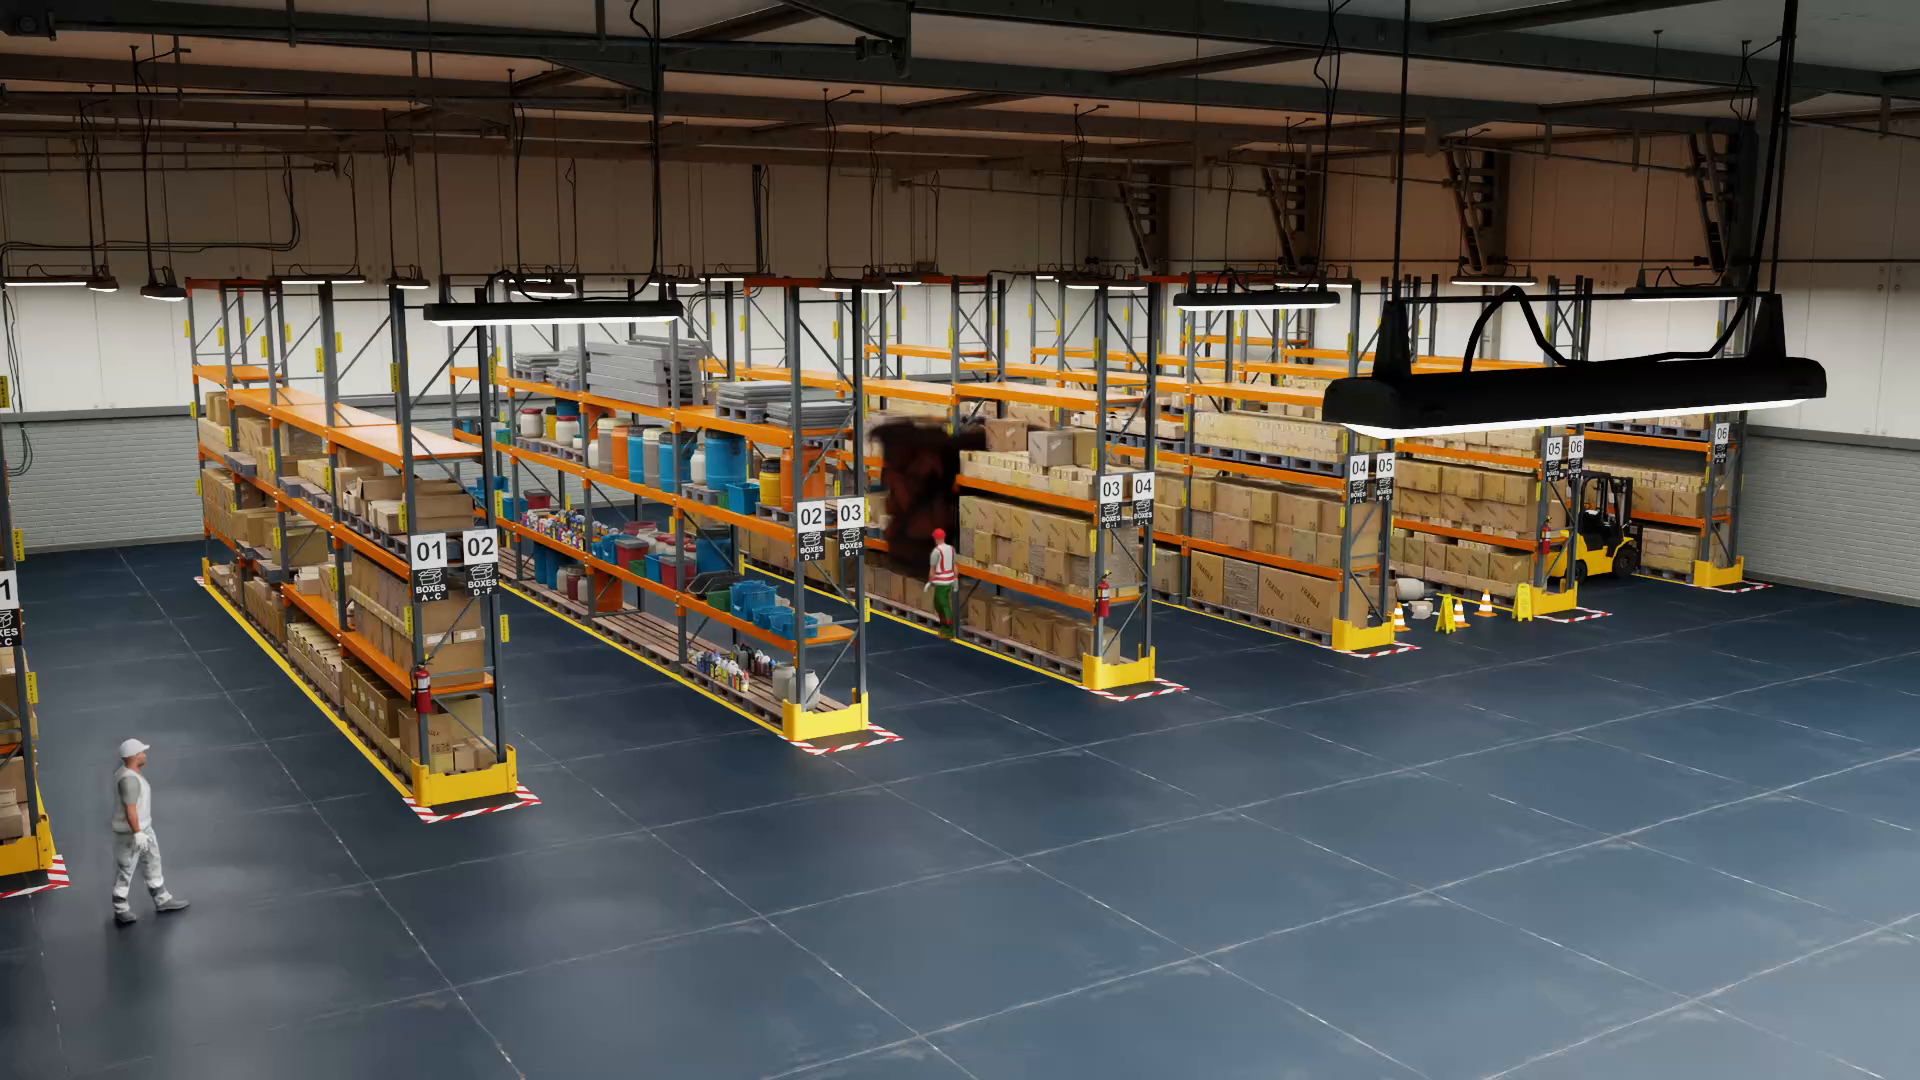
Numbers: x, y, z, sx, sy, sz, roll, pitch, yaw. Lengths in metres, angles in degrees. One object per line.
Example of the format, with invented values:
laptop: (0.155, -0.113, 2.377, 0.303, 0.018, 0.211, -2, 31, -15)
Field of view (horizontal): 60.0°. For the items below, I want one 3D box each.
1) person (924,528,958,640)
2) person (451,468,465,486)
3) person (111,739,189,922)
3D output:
person: (-0.310, 0.742, 26.585, 0.482, 1.870, 0.504, 3, 10, 19)
person: (-11.335, -0.778, 37.352, 0.519, 1.719, 0.555, 2, 10, 10)
person: (-7.914, 2.793, 16.076, 0.633, 1.782, 0.583, -1, 10, -8)
